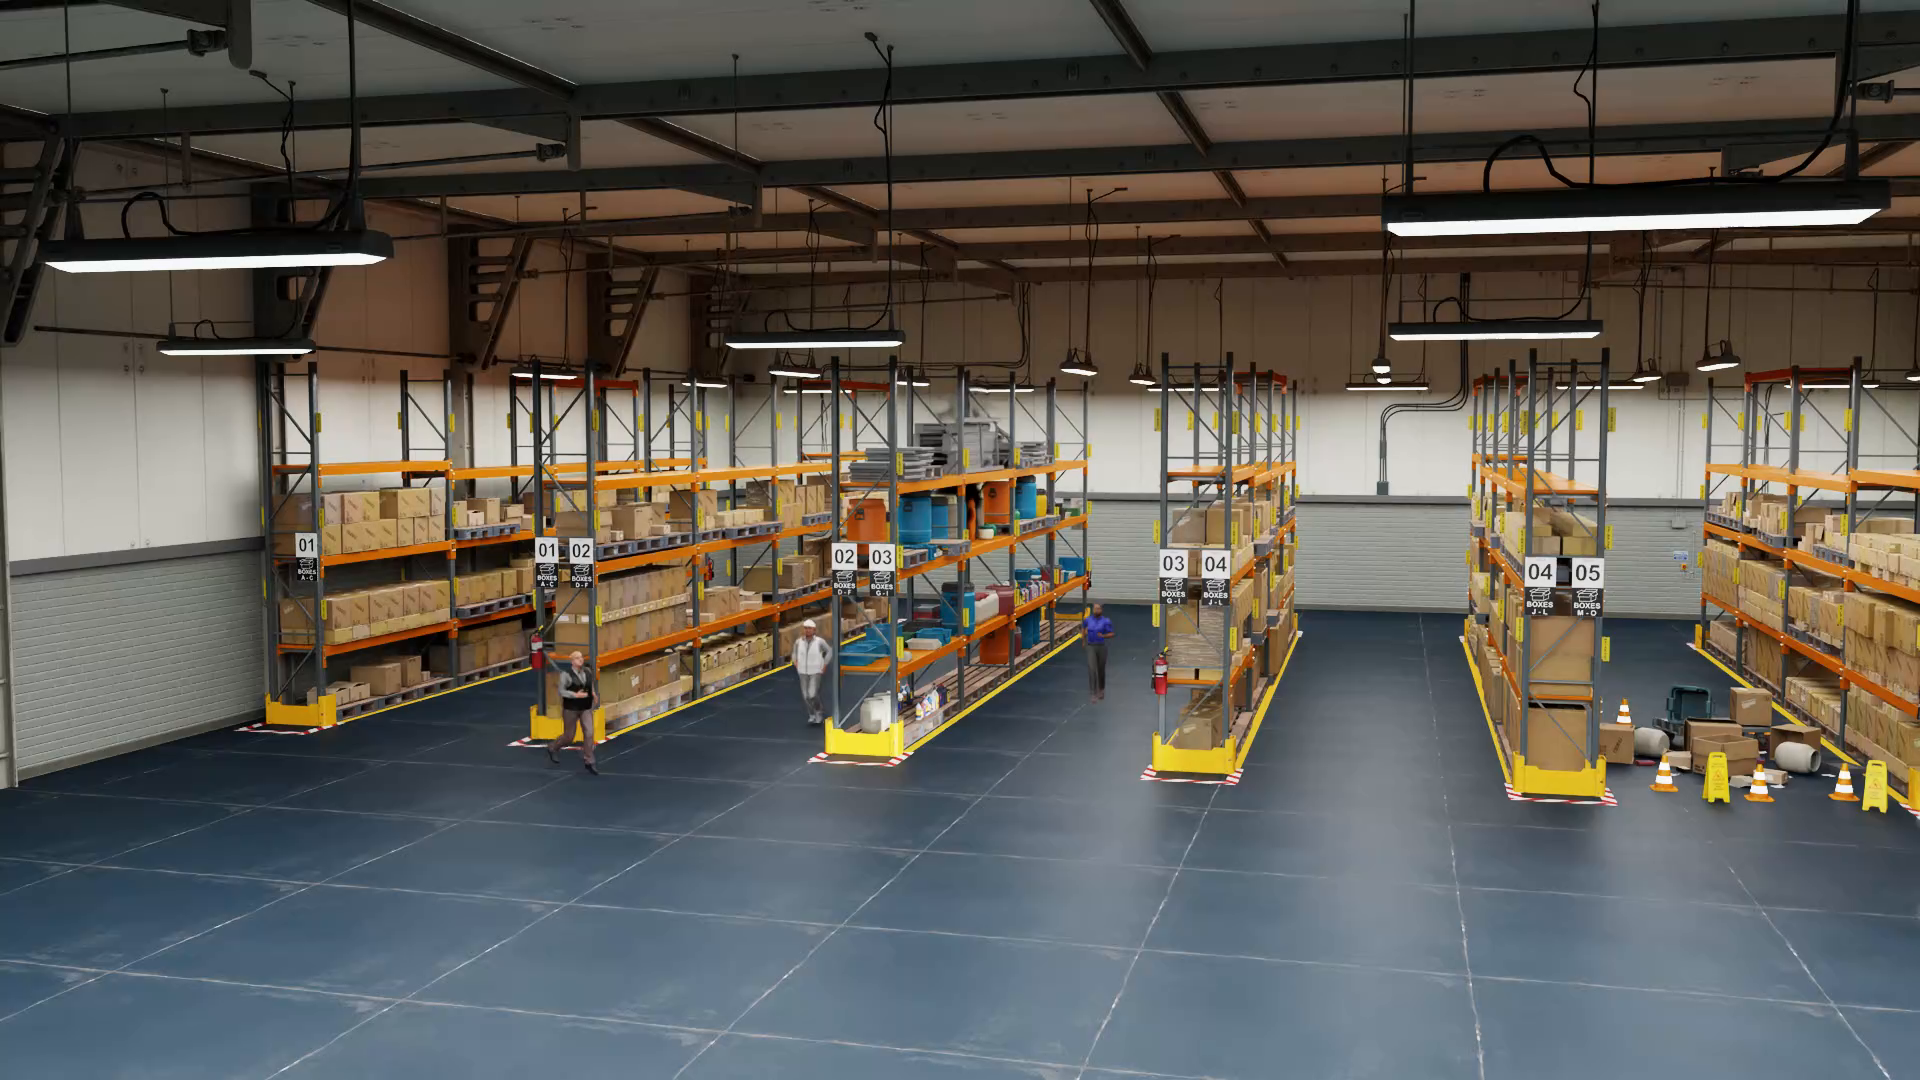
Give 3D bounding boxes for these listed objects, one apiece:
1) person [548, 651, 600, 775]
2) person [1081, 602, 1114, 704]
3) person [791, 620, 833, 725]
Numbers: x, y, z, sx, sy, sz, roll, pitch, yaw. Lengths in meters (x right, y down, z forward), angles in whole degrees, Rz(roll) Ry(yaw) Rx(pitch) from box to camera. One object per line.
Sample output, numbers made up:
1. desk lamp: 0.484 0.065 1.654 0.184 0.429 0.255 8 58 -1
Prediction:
1. person: -5.531 2.460 23.940 0.967 1.736 0.667 4 6 45
2. person: 2.322 1.890 28.102 0.567 1.695 0.861 1 4 8
3. person: -2.493 2.192 27.485 0.655 1.749 0.636 1 4 16
